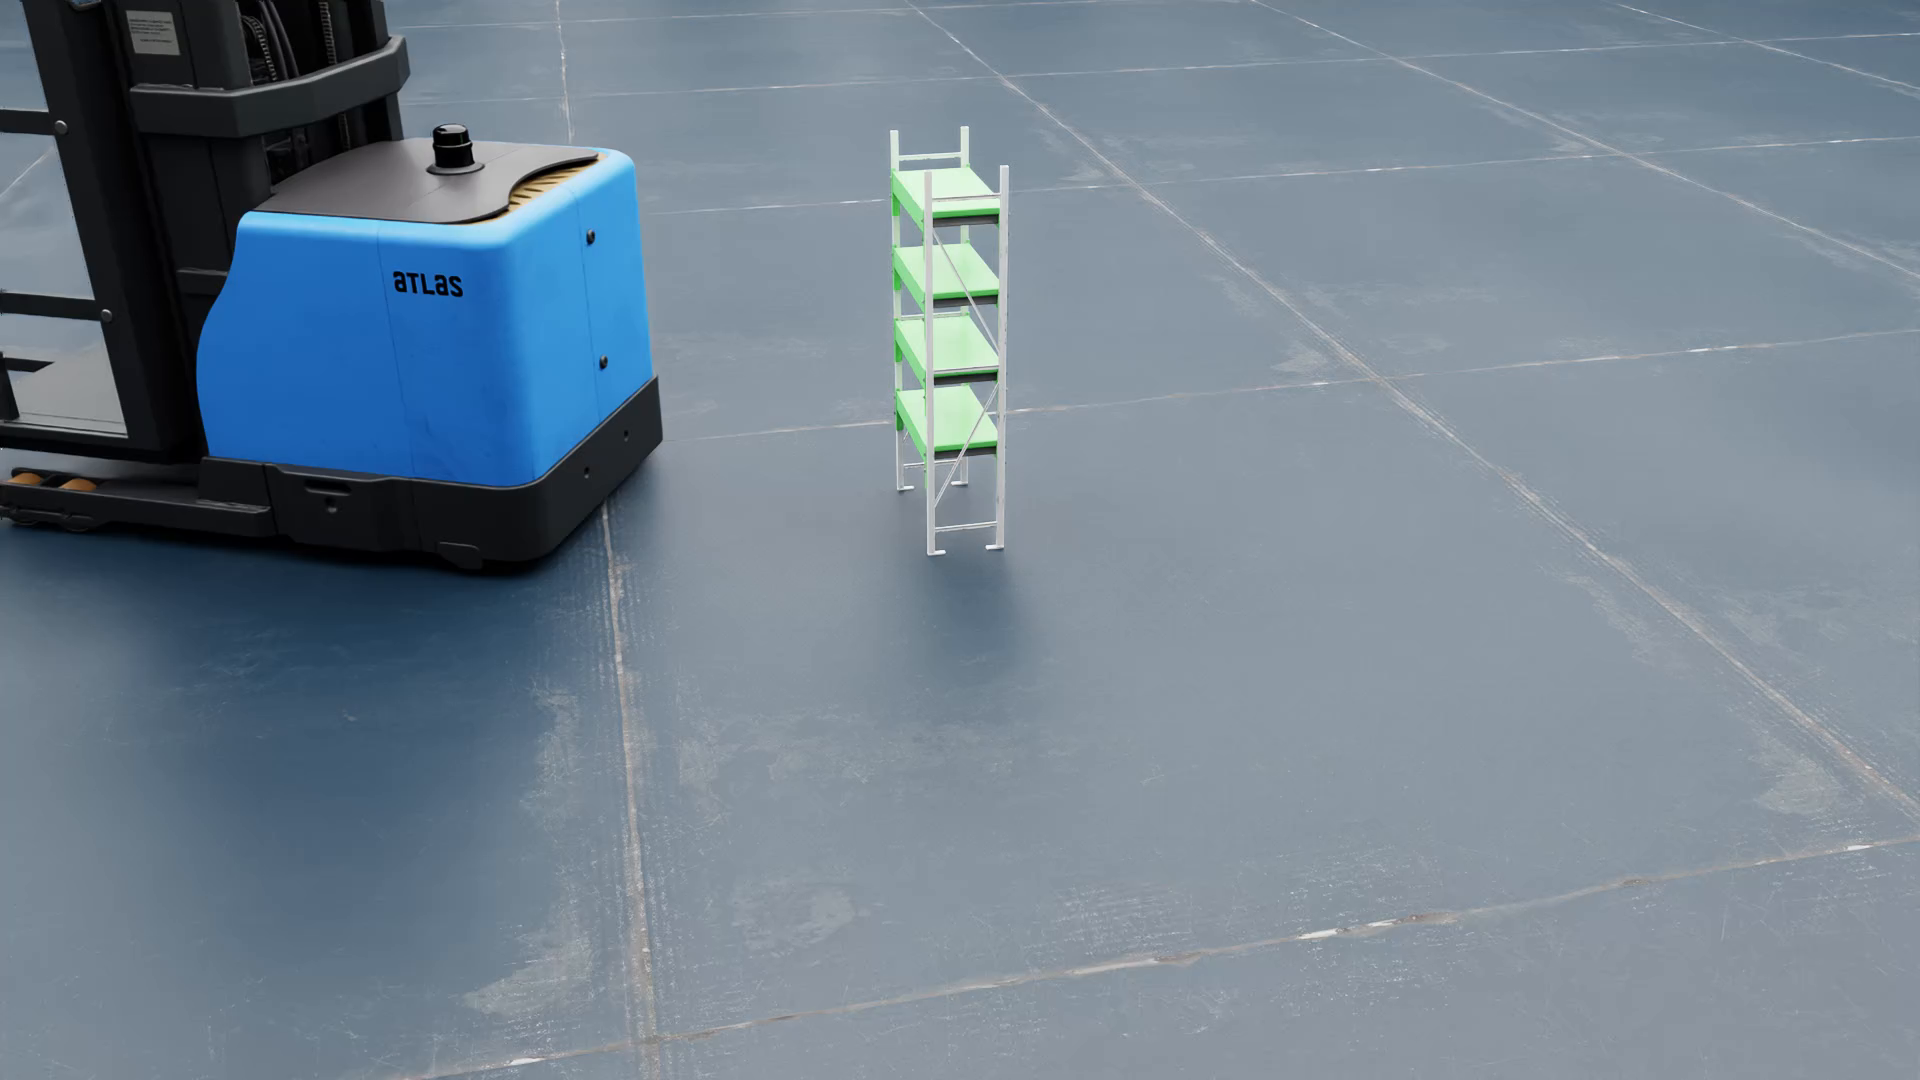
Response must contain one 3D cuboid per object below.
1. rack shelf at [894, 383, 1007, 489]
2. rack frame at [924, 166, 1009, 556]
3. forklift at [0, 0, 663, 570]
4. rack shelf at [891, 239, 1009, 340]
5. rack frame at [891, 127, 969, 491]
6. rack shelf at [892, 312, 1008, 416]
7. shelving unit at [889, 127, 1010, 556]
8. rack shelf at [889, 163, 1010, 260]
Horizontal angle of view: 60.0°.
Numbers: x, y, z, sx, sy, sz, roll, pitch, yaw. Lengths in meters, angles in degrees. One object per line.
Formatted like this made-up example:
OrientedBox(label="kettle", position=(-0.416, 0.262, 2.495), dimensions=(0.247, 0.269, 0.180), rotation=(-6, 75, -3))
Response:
OrientedBox(label="rack shelf", position=(-0.037, -0.337, 5.261), dimensions=(0.258, 0.148, 0.480), rotation=(-6, 27, -12))
OrientedBox(label="rack frame", position=(0.018, -0.501, 4.911), dimensions=(0.240, 1.200, 0.015), rotation=(-6, 27, -12))
OrientedBox(label="forklift", position=(-2.606, -1.557, 5.082), dimensions=(3.031, 2.935, 1.130), rotation=(6, 27, 12))
OrientedBox(label="rack shelf", position=(-0.037, -0.766, 5.044), dimensions=(0.258, 0.148, 0.480), rotation=(-6, 27, -12))
OrientedBox(label="rack frame", position=(-0.092, -0.715, 5.336), dimensions=(0.240, 1.200, 0.015), rotation=(-6, 27, -12))
OrientedBox(label="rack shelf", position=(-0.037, -0.551, 5.152), dimensions=(0.258, 0.148, 0.480), rotation=(-6, 27, -12))
OrientedBox(label="shelving unit", position=(-0.037, -0.608, 5.124), dimensions=(0.258, 1.200, 0.503), rotation=(-6, 27, -12))
OrientedBox(label="rack shelf", position=(-0.037, -0.980, 4.936), dimensions=(0.258, 0.148, 0.480), rotation=(-6, 27, -12))
